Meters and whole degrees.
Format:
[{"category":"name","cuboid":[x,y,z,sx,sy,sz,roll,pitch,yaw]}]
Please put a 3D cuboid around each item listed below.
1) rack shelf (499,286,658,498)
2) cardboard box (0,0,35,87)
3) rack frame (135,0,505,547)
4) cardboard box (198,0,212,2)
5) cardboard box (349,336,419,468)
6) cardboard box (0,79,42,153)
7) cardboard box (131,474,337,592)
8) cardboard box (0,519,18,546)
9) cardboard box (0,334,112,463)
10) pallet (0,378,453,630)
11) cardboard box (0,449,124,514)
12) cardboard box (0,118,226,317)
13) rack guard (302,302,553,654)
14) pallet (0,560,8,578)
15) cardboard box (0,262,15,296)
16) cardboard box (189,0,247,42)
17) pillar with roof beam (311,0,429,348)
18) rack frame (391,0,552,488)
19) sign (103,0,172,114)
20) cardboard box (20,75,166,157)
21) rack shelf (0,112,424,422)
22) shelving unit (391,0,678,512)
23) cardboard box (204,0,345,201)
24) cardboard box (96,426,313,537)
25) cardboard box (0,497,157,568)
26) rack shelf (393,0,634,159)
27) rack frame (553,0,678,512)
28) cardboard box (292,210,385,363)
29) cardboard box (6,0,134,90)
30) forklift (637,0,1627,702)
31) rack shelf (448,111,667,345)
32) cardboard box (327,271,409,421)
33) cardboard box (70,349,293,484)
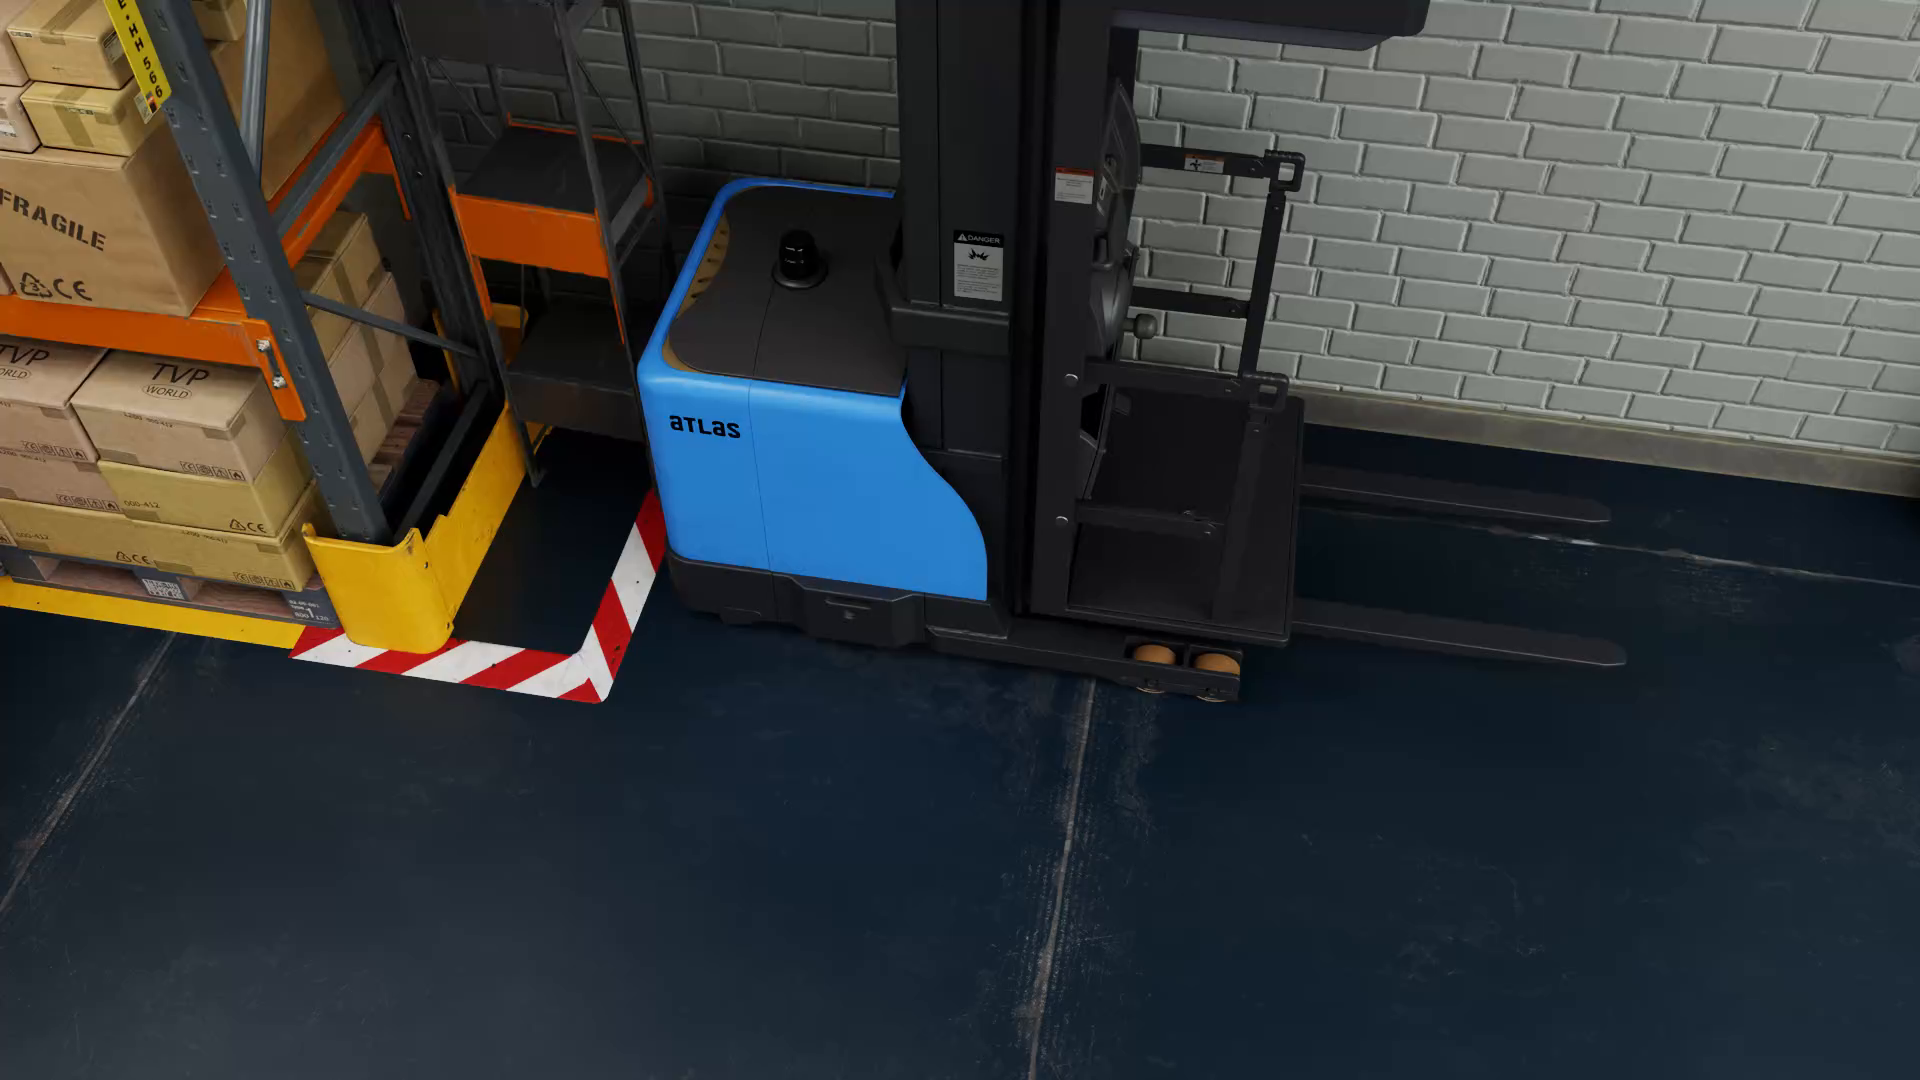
[{"category":"rack shelf","cuboid":[-1.231,-0.511,5.753,0.480,0.518,0.431,11,49,10]},{"category":"cardboard box","cuboid":[-2.422,-1.330,4.225,0.250,0.149,0.380,8,49,7]},{"category":"rack frame","cuboid":[-1.784,-1.077,4.701,0.127,3.000,1.000,8,49,7]},{"category":"cardboard box","cuboid":[-2.076,-1.627,4.492,0.250,0.149,0.380,7,48,6]},{"category":"cardboard box","cuboid":[-2.232,-0.506,5.755,0.500,0.250,0.500,8,49,7]},{"category":"cardboard box","cuboid":[-2.431,-1.180,4.290,0.250,0.149,0.380,8,49,7]},{"category":"cardboard box","cuboid":[-2.302,-0.129,5.416,0.500,0.250,0.500,8,49,7]},{"category":"cardboard box","cuboid":[-3.281,-0.275,5.546,0.500,0.250,0.500,8,49,7]},{"category":"cardboard box","cuboid":[-2.796,-0.528,5.102,0.500,0.250,0.500,8,49,8]},{"category":"pallet","cuboid":[-2.544,-0.215,5.802,1.213,0.211,1.003,8,49,7]},{"category":"cardboard box","cuboid":[-2.810,-0.375,5.301,0.500,0.250,0.500,7,48,6]},{"category":"cardboard box","cuboid":[-2.315,-0.983,4.550,0.500,0.500,0.500,7,48,6]},{"category":"rack guard","cuboid":[-1.760,-0.238,5.628,0.348,0.500,1.175,8,49,7]},{"category":"pallet","cuboid":[-3.741,-0.379,5.948,1.213,0.211,1.003,8,49,7]},{"category":"cardboard box","cuboid":[-2.823,-1.059,4.617,0.500,0.500,0.500,9,49,8]},{"category":"cardboard box","cuboid":[-2.071,-1.562,4.634,0.250,0.149,0.380,7,48,6]},{"category":"pillar with roof beam","cuboid":[-3.074,-0.683,0.314,0.400,9.000,9.100,8,49,7]},{"category":"rack frame","cuboid":[-1.475,-1.035,5.268,0.015,2.100,0.400,11,49,10]},{"category":"sign","cuboid":[-1.894,-1.148,3.827,0.005,0.325,0.100,8,49,7]},{"category":"cardboard box","cuboid":[-2.175,-1.168,4.279,0.250,0.149,0.380,8,49,7]},{"category":"rack shelf","cuboid":[-3.752,-1.101,5.206,4.000,0.370,1.077,8,49,7]},{"category":"shelving unit","cuboid":[-1.239,-0.990,5.224,0.503,2.100,0.431,11,49,10]},{"category":"cardboard box","cuboid":[-2.222,-1.379,4.905,0.500,0.500,0.500,9,49,8]},{"category":"cardboard box","cuboid":[-2.318,-0.301,5.234,0.500,0.250,0.500,7,48,6]},{"category":"cardboard box","cuboid":[-2.790,-0.202,5.481,0.500,0.250,0.500,8,49,7]},{"category":"rack shelf","cuboid":[-1.247,-1.450,4.714,0.480,0.518,0.431,11,49,10]},{"category":"rack frame","cuboid":[-1.003,-0.945,5.179,0.015,2.100,0.400,11,49,10]},{"category":"cardboard box","cuboid":[-2.223,-0.835,5.377,0.500,0.250,0.500,7,48,6]},{"category":"cardboard box","cuboid":[-2.174,-1.320,4.216,0.250,0.149,0.380,8,49,7]},{"category":"forklift","cuboid":[0.618,-0.896,4.584,3.031,2.935,1.130,8,49,7]},{"category":"rack shelf","cuboid":[-1.239,-0.981,5.234,0.480,0.518,0.431,11,49,10]},{"category":"cardboard box","cuboid":[-2.209,-0.680,5.574,0.500,0.250,0.500,8,49,8]},{"category":"cardboard box","cuboid":[-2.292,-0.465,5.045,0.500,0.250,0.500,9,49,8]}]
